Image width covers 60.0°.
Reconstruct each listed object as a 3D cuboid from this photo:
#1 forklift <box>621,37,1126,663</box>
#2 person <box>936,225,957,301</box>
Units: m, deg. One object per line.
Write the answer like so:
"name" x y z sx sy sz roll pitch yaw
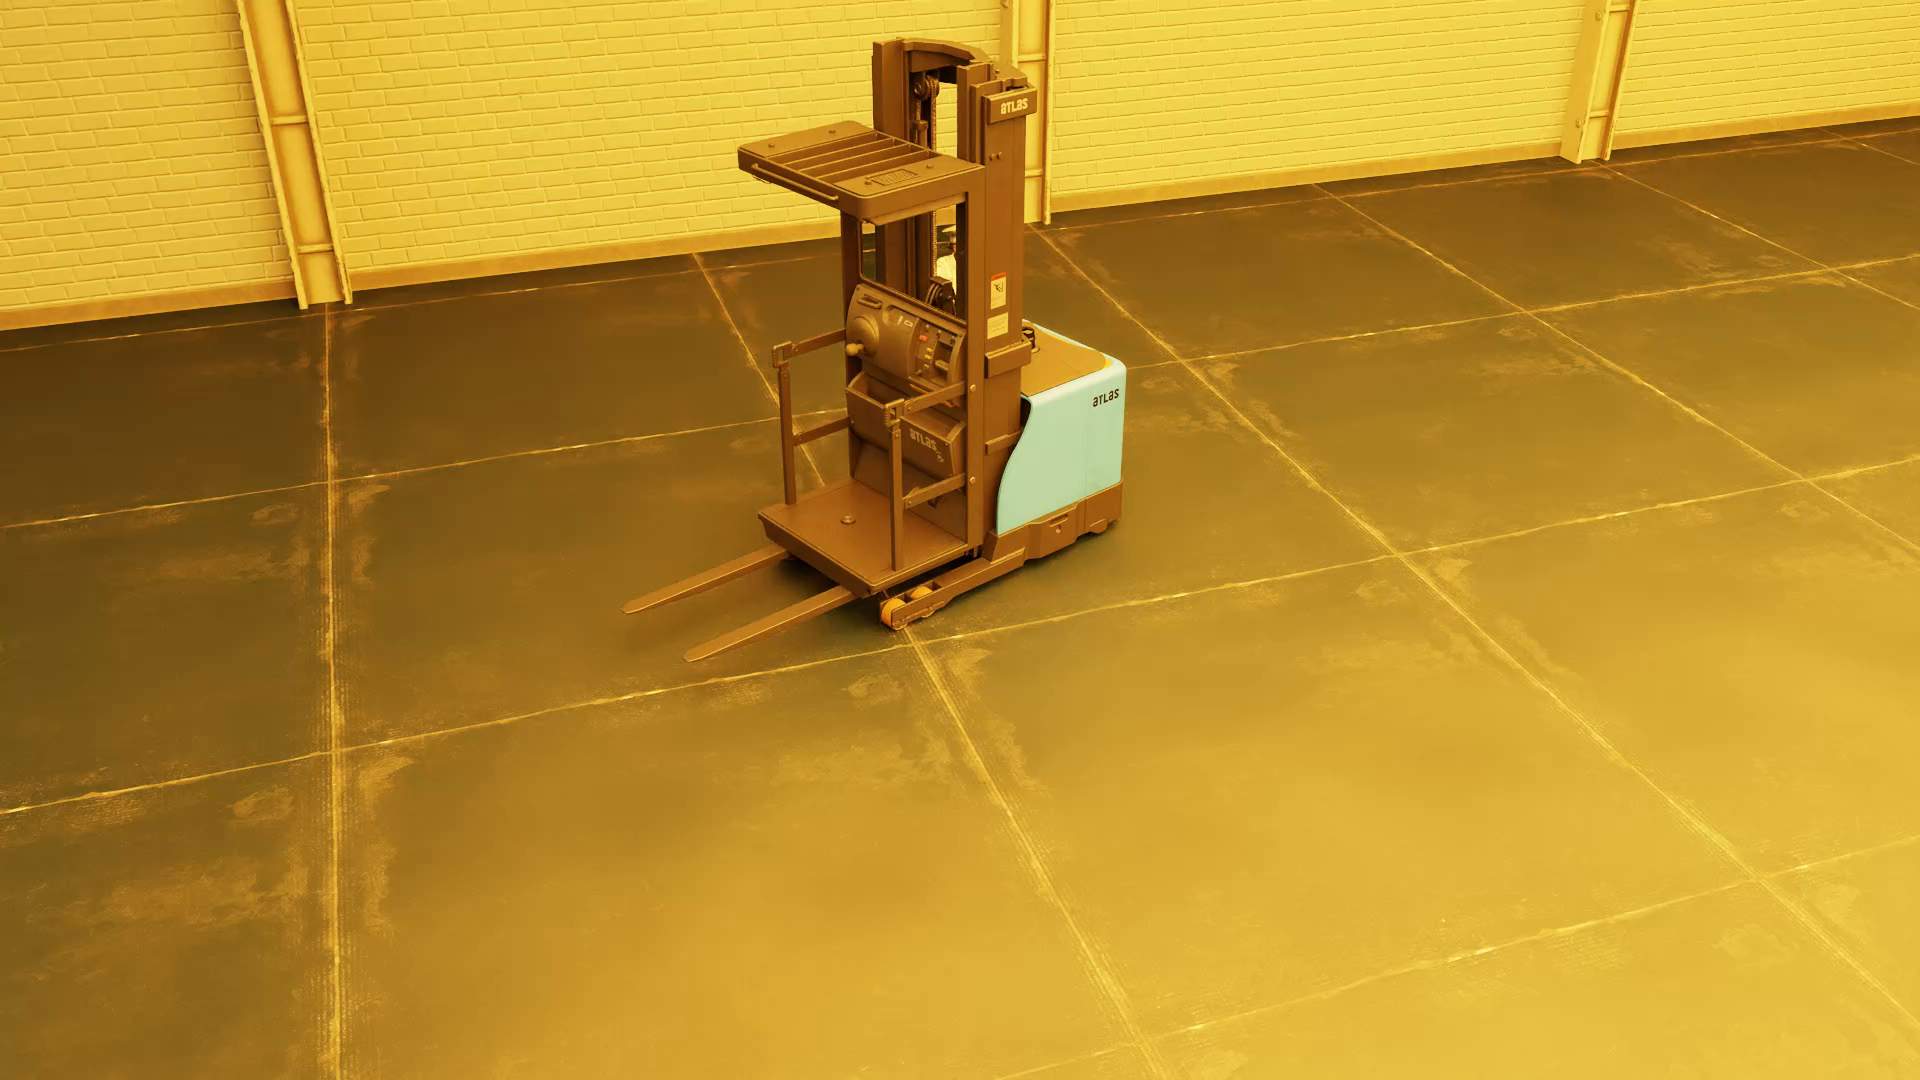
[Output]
"forklift" -0.461 -1.072 8.951 3.031 2.935 1.130 -23 37 -34
"person" 0.033 -1.147 10.322 0.572 1.677 0.567 -18 34 -28
